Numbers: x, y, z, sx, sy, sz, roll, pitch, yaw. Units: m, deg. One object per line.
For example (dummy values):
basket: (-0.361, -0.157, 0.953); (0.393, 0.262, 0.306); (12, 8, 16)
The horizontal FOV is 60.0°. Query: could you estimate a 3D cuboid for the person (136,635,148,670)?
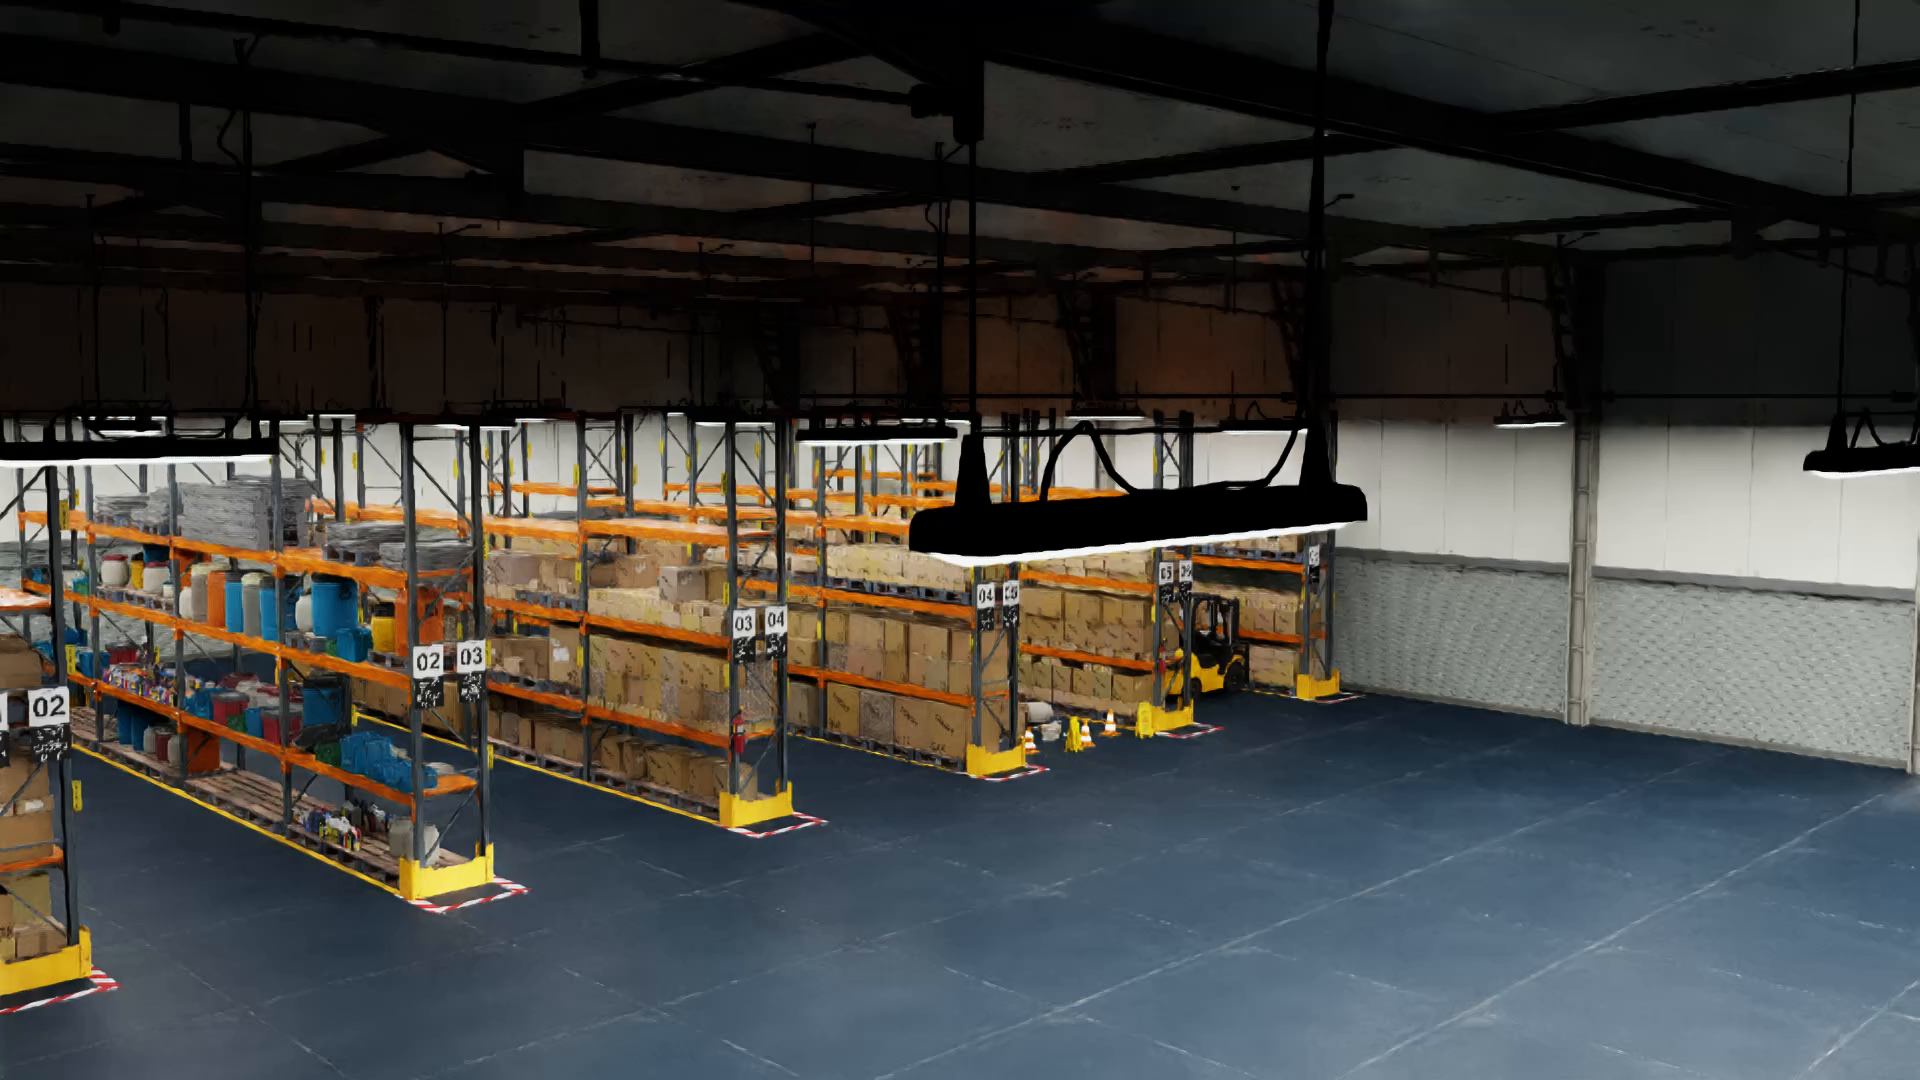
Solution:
person: (-15.372, 2.687, 31.482); (0.687, 1.787, 0.403); (5, 7, 44)
